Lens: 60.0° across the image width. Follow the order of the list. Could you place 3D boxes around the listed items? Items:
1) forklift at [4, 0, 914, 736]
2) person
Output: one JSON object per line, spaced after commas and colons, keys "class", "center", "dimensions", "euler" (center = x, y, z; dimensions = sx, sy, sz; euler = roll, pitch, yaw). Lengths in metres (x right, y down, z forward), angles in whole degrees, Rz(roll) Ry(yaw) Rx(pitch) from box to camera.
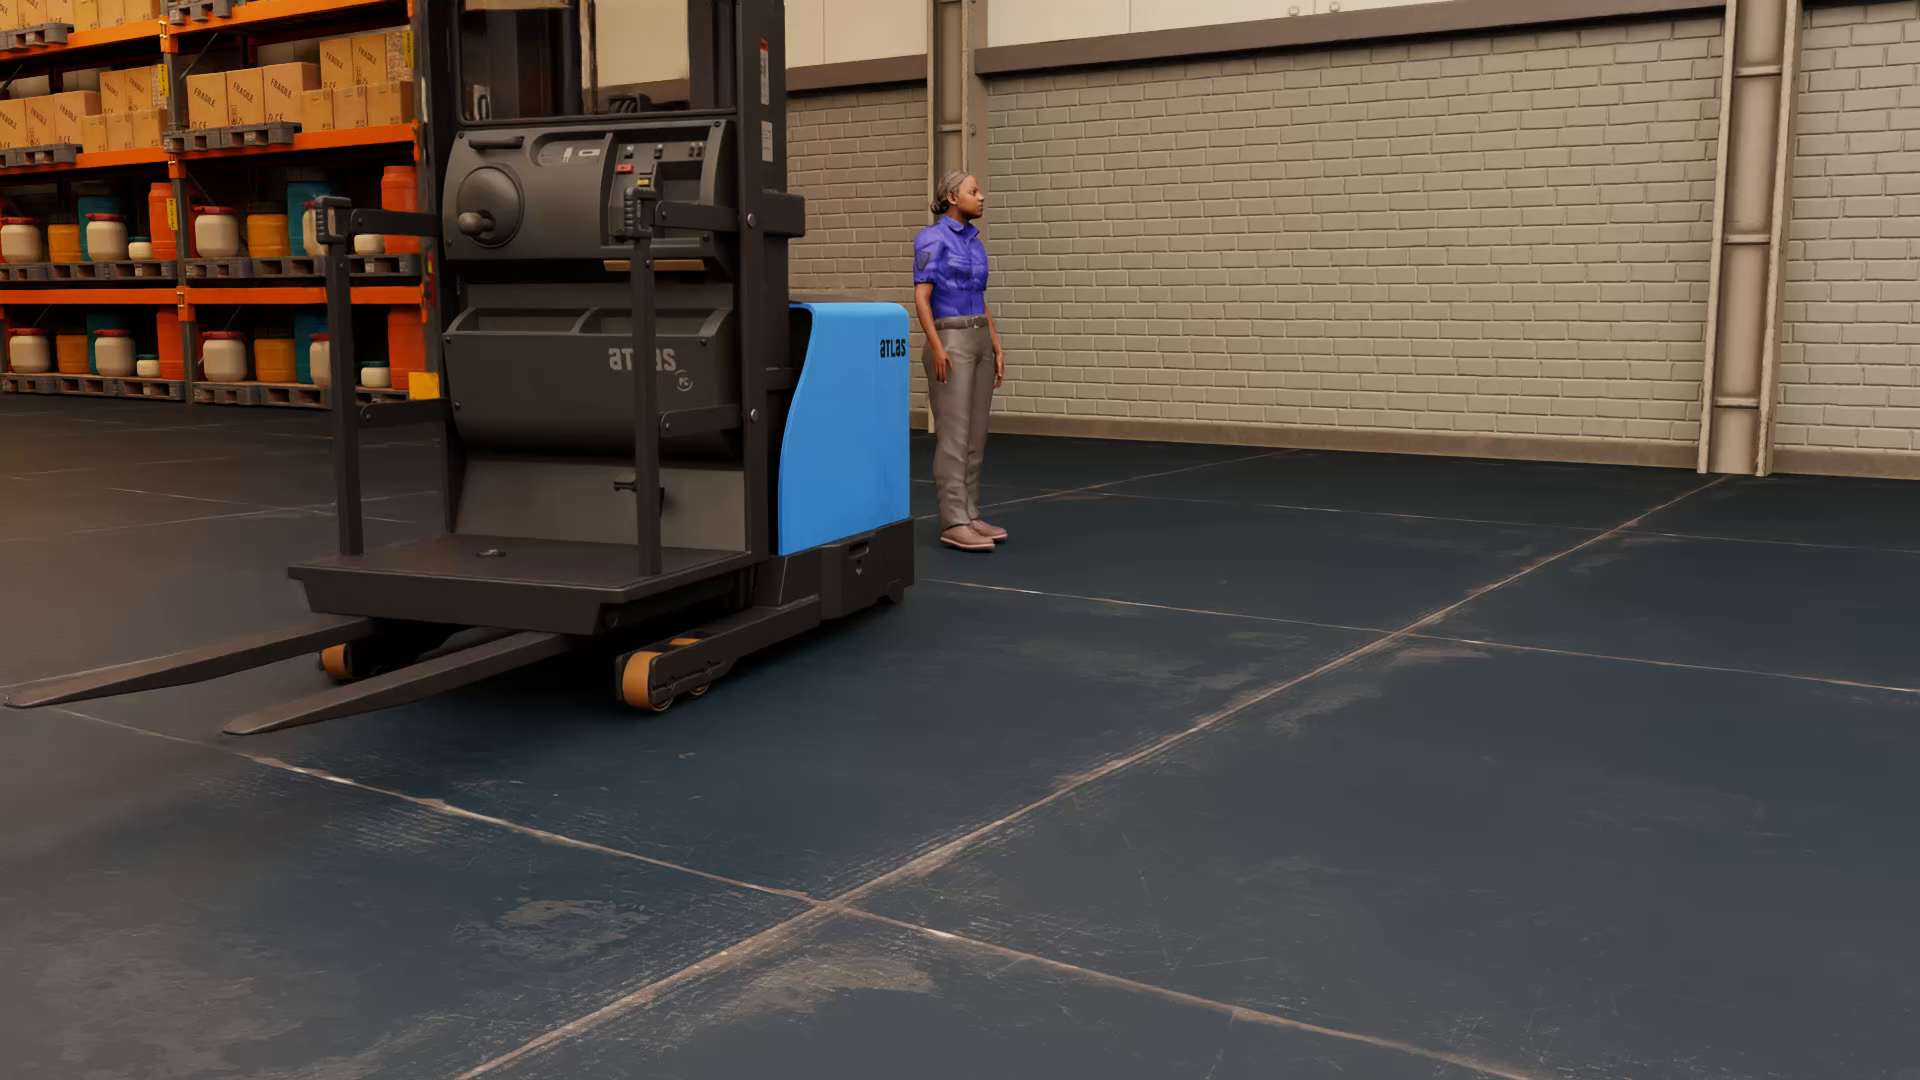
{"class": "forklift", "center": [-1.179, -1.061, 4.653], "dimensions": [1.130, 2.935, 3.031], "euler": [3, 9, 21]}
{"class": "person", "center": [0.061, -0.817, 7.421], "dimensions": [0.504, 1.654, 0.569], "euler": [5, 10, 34]}
